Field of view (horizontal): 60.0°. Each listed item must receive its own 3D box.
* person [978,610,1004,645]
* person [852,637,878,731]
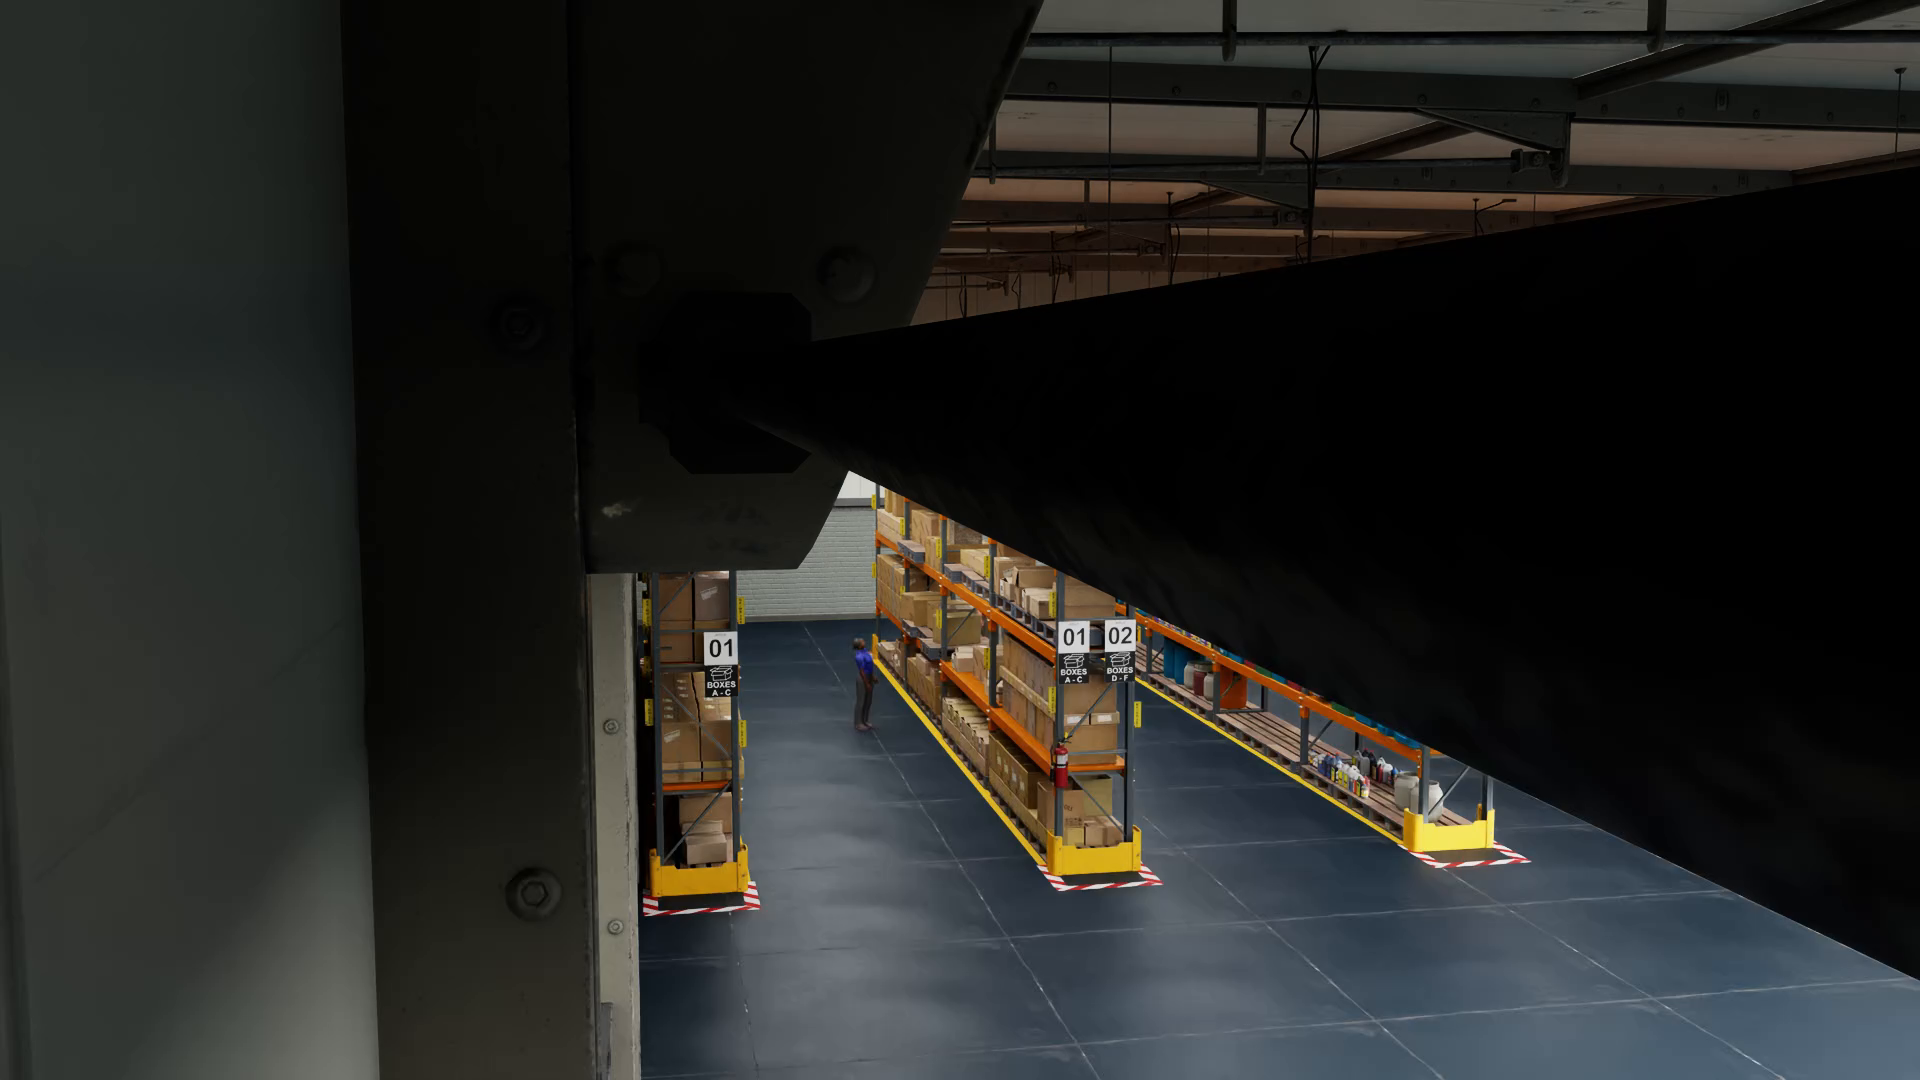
[{"bbox_3d":[0.698,1.796,35.913,0.610,1.652,1.026,-1,6,-13],"label":"person"},{"bbox_3d":[-1.674,2.517,29.328,0.382,1.637,0.538,2,6,19],"label":"person"}]
